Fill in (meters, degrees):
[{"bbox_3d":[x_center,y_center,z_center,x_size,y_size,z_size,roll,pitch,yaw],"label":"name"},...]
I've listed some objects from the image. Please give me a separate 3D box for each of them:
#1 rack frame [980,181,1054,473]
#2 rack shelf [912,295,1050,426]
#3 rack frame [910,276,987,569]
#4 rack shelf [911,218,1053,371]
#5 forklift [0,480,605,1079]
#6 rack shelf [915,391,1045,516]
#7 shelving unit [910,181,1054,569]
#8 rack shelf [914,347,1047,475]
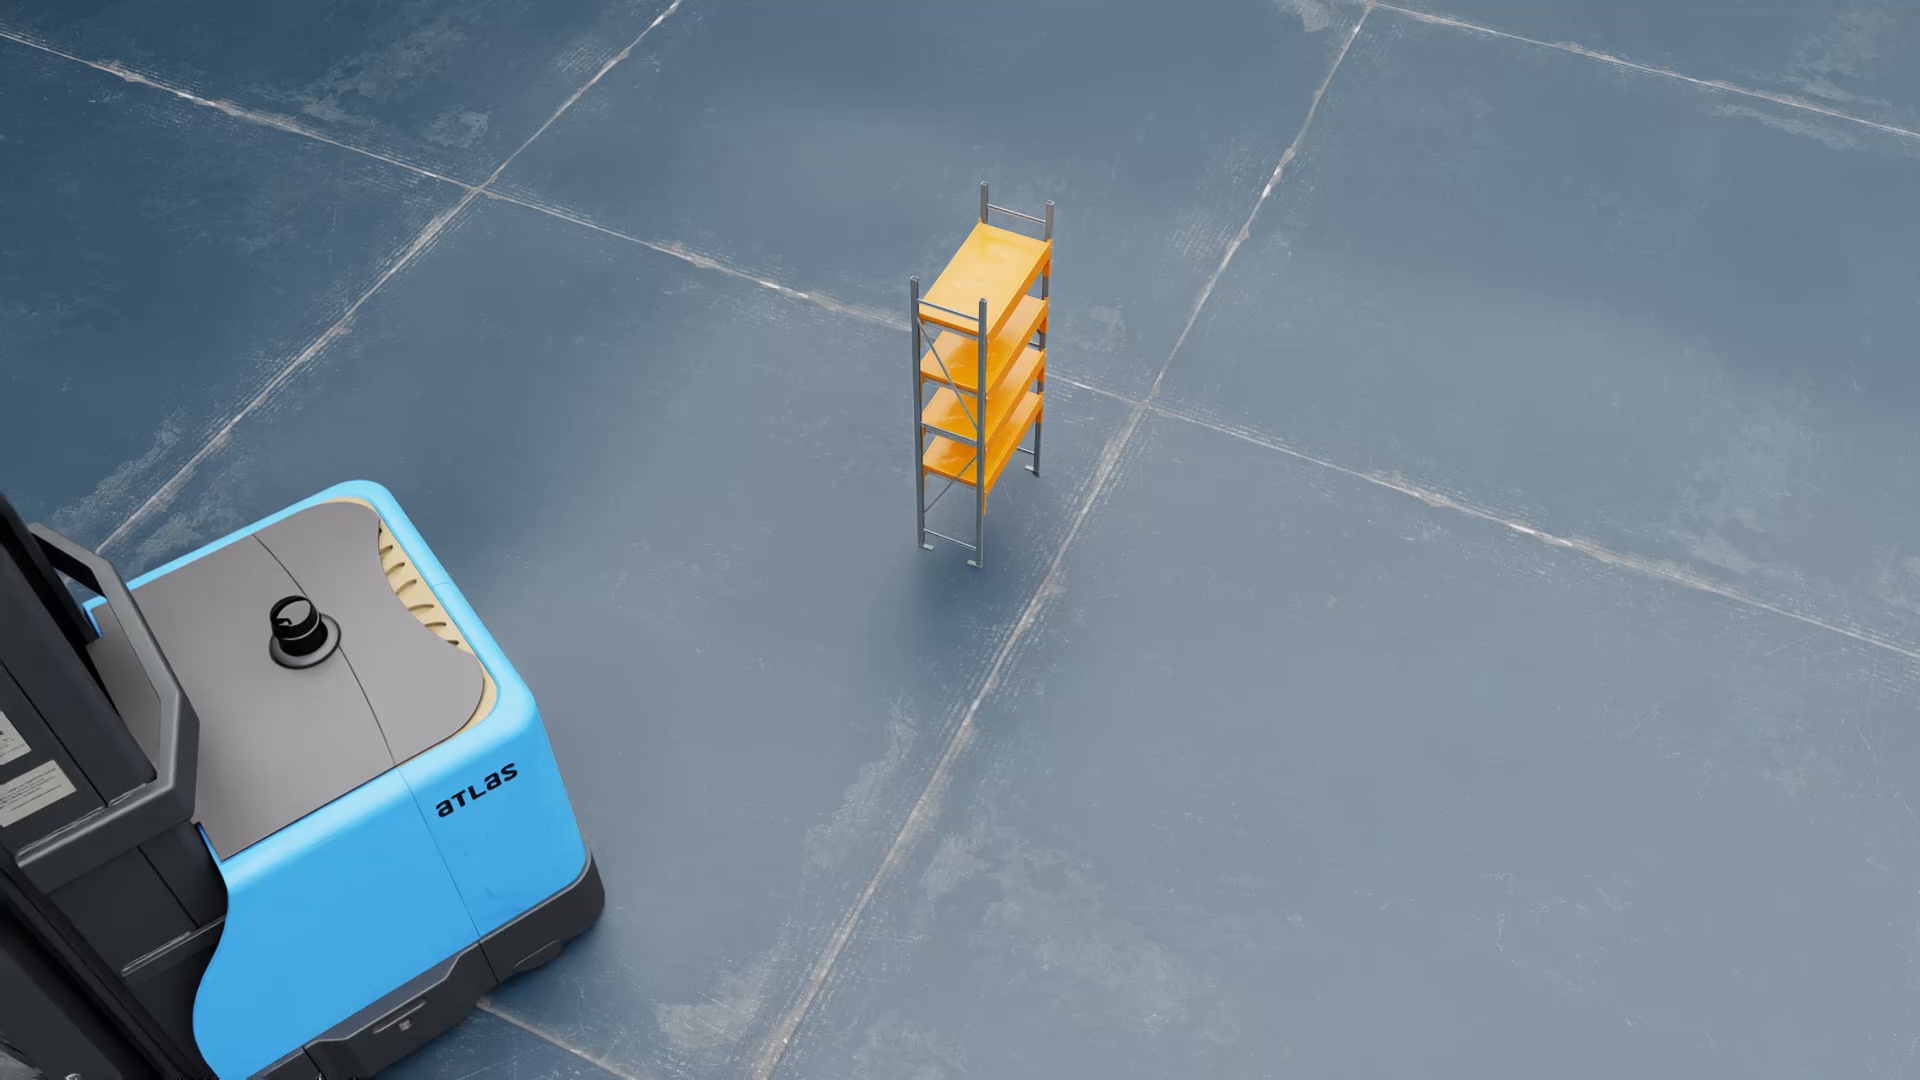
[{"bbox_3d":[0.175,-0.671,5.533,0.240,1.200,0.015,20,52,16],"label":"rack frame"},{"bbox_3d":[0.071,-0.604,5.271,0.258,0.148,0.480,20,52,16],"label":"rack shelf"},{"bbox_3d":[-0.034,-0.335,5.247,0.240,1.200,0.015,20,52,16],"label":"rack frame"},{"bbox_3d":[0.071,-0.757,5.091,0.258,0.148,0.480,20,52,16],"label":"rack shelf"},{"bbox_3d":[-2.503,0.524,3.380,3.031,2.935,1.130,-30,56,-23],"label":"forklift"},{"bbox_3d":[0.071,-0.331,5.592,0.258,0.148,0.480,20,52,16],"label":"rack shelf"},{"bbox_3d":[0.071,-0.503,5.390,0.258,1.200,0.503,20,52,16],"label":"shelving unit"},{"bbox_3d":[0.071,-0.459,5.441,0.258,0.148,0.480,20,52,16],"label":"rack shelf"}]
